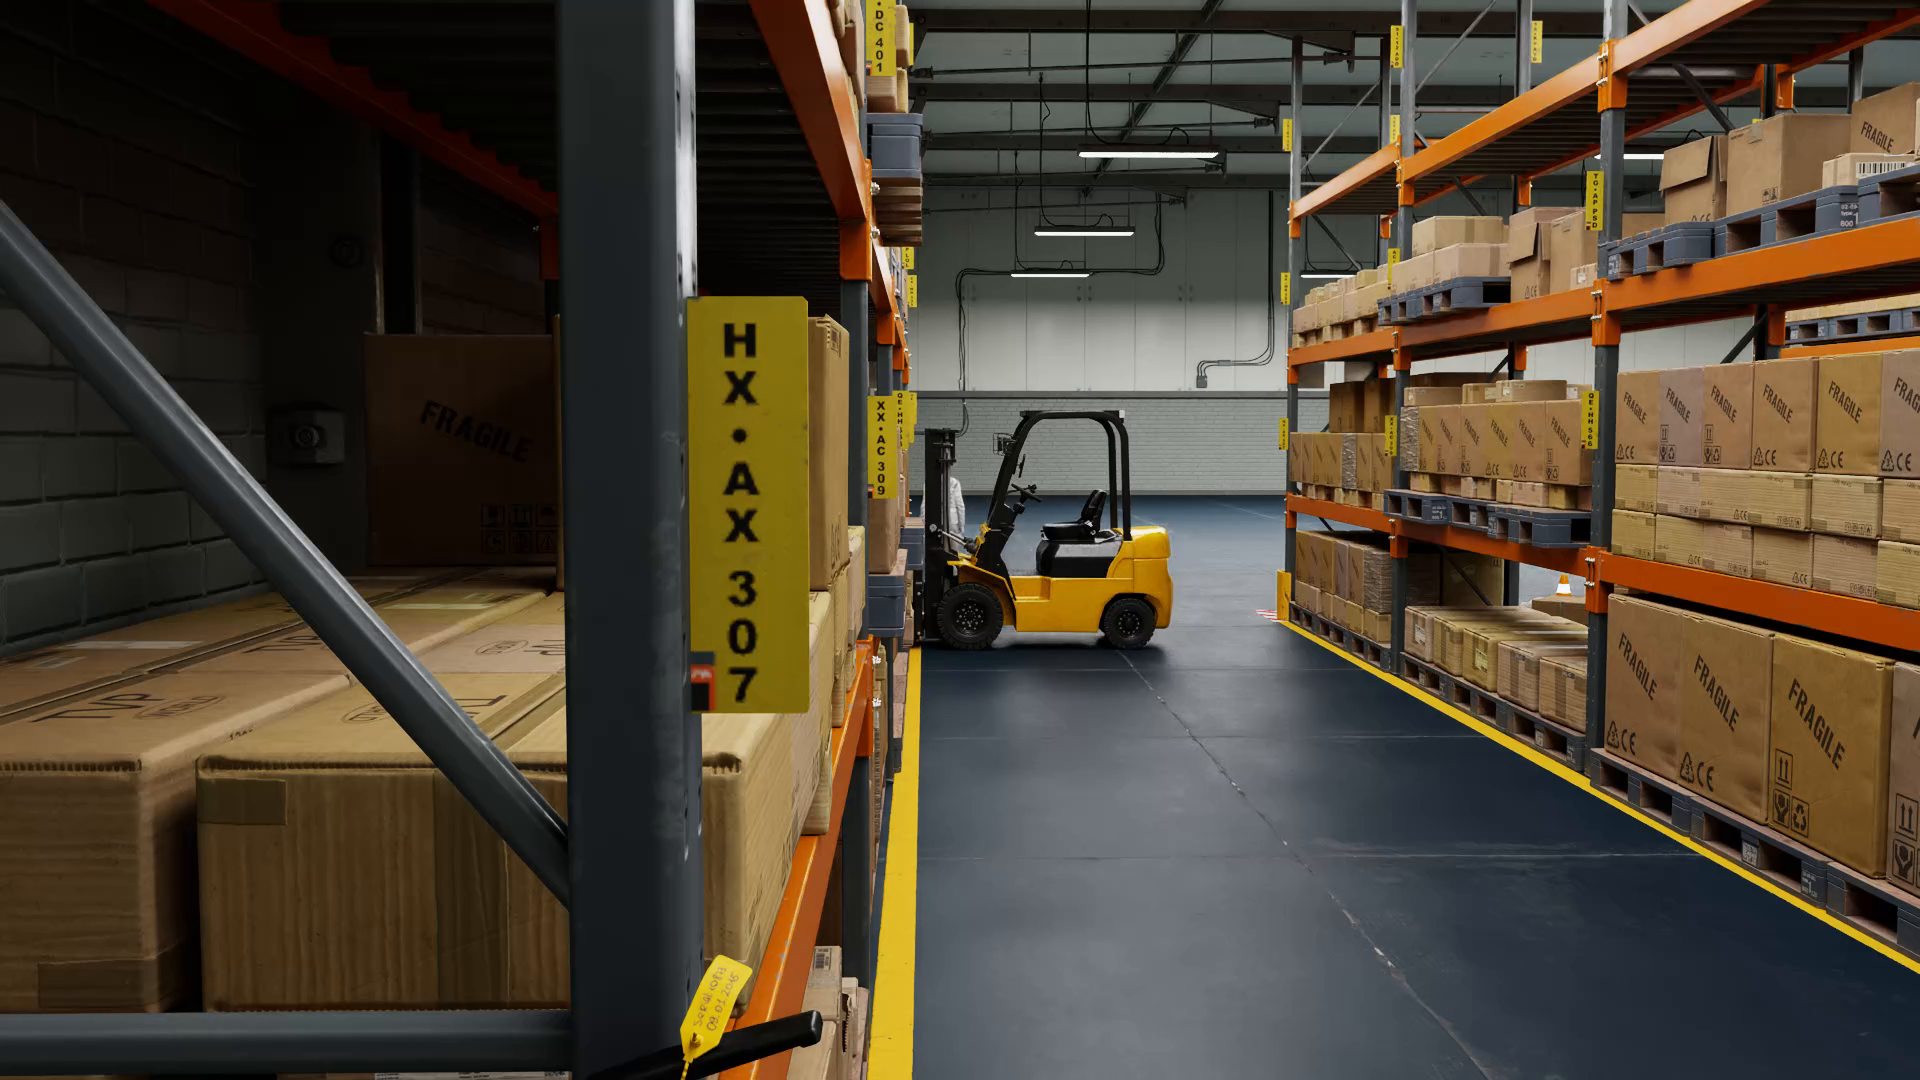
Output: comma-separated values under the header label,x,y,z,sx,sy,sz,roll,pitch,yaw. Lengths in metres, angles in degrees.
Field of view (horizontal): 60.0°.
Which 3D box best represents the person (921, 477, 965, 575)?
label,x,y,z,sx,sy,sz,roll,pitch,yaw
person,-0.204,-0.157,19.652,0.529,1.664,0.371,0,4,-1
